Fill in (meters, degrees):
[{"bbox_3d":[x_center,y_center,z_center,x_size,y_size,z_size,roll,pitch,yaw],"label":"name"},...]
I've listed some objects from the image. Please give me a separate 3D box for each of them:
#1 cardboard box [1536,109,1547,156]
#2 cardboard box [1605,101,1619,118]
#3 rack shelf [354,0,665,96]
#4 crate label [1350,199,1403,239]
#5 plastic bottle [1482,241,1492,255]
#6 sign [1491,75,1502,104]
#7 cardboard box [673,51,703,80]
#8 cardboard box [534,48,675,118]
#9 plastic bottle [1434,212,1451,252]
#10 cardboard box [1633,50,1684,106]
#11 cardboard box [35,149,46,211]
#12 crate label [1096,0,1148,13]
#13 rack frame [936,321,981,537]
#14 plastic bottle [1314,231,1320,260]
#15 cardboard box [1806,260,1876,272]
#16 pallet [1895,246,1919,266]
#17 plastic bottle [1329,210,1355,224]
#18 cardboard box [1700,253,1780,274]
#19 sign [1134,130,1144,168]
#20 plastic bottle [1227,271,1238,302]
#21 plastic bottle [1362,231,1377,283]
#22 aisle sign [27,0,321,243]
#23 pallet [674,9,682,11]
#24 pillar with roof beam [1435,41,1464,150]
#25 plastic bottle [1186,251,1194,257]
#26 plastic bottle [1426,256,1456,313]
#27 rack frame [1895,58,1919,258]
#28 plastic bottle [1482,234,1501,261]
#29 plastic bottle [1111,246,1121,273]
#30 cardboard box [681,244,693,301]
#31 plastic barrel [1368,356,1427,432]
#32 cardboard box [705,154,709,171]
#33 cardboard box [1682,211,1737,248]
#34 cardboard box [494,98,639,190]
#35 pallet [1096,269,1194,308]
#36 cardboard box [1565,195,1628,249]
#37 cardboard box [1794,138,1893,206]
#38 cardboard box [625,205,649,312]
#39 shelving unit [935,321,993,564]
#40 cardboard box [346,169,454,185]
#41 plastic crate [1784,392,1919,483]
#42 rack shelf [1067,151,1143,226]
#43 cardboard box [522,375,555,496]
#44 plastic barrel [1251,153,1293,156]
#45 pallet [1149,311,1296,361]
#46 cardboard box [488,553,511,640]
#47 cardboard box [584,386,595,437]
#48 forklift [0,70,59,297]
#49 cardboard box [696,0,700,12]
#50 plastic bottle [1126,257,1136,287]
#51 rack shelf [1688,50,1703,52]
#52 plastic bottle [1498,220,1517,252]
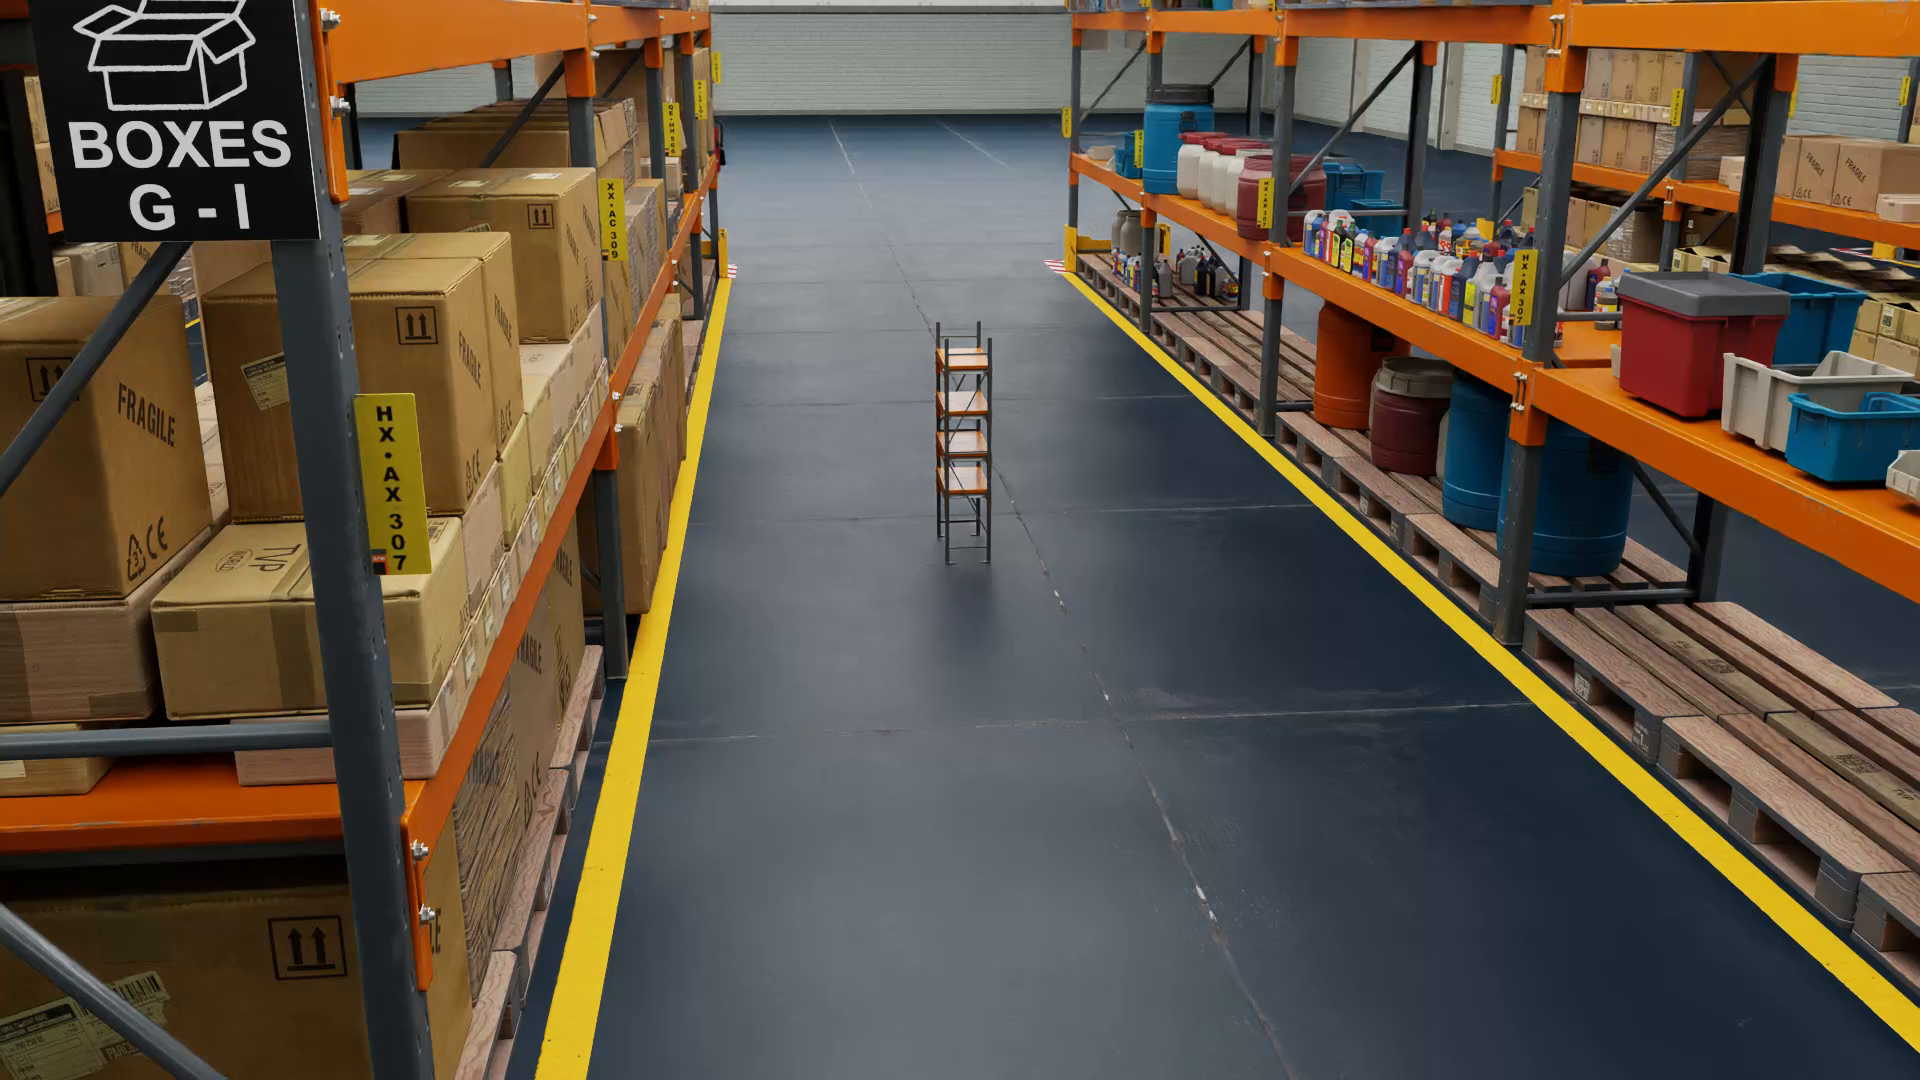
[{"bbox_3d":[6.760,-4.452,18.183,0.700,0.500,0.500,-1,17,-4],"label":"cardboard box"},{"bbox_3d":[6.708,-4.318,16.674,0.380,0.149,0.250,-1,17,-4],"label":"cardboard box"},{"bbox_3d":[-2.156,-2.504,8.337,1.077,0.370,4.000,-2,18,-6],"label":"rack shelf"},{"bbox_3d":[2.893,-2.222,11.526,0.303,0.233,0.416,-2,18,-6],"label":"crate label"},{"bbox_3d":[3.118,-1.656,9.775,0.097,0.201,0.097,0,17,0],"label":"plastic bottle"},{"bbox_3d":[6.113,-5.135,18.950,0.100,0.325,0.005,-2,18,-6],"label":"sign"},{"bbox_3d":[-2.673,-4.310,15.564,0.500,0.500,0.500,-2,18,-6],"label":"cardboard box"},{"bbox_3d":[-2.833,-3.449,13.452,1.000,1.000,1.000,-2,18,-5],"label":"cardboard box"},{"bbox_3d":[3.054,-1.933,10.521,0.061,0.283,0.133,-2,18,-6],"label":"plastic bottle"},{"bbox_3d":[6.973,-4.457,16.035,0.700,0.500,0.500,-2,18,-6],"label":"cardboard box"},{"bbox_3d":[-7.295,-2.680,12.538,0.500,0.500,0.500,-2,17,-5],"label":"cardboard box"},{"bbox_3d":[1.603,-5.340,16.420,0.502,0.251,0.408,-2,18,-6],"label":"crate label"},{"bbox_3d":[-0.008,-0.596,9.072,0.240,1.200,0.015,-2,18,-6],"label":"rack frame"},{"bbox_3d":[2.282,-1.867,10.446,0.097,0.201,0.097,0,17,0],"label":"plastic bottle"},{"bbox_3d":[7.514,-2.249,14.286,0.500,0.311,0.500,-2,18,-6],"label":"cardboard box"},{"bbox_3d":[11.649,-3.258,19.202,1.003,0.211,1.213,-2,18,-6],"label":"pallet"},{"bbox_3d":[2.438,-1.971,10.655,0.152,0.276,0.135,-2,18,-6],"label":"plastic bottle"},{"bbox_3d":[6.920,-2.384,14.717,0.500,0.311,0.500,-2,18,-6],"label":"cardboard box"},{"bbox_3d":[1.603,-3.475,14.775,0.100,0.325,0.005,-2,18,-6],"label":"sign"},{"bbox_3d":[2.554,-2.373,15.548,0.097,0.271,0.097,0,17,0],"label":"plastic bottle"},{"bbox_3d":[2.361,-1.624,9.538,0.061,0.283,0.133,-2,18,-6],"label":"plastic bottle"},{"bbox_3d":[-1.232,-0.856,2.557,0.394,0.787,0.004,-2,18,-6],"label":"aisle sign"},{"bbox_3d":[-2.708,-4.049,12.371,1.213,0.211,1.003,-2,18,-6],"label":"pallet"},{"bbox_3d":[6.387,-12.764,34.812,9.100,9.000,0.400,-2,18,-6],"label":"pillar with roof beam"},{"bbox_3d":[2.377,-2.808,16.925,0.152,0.276,0.135,-2,18,-7],"label":"plastic bottle"},{"bbox_3d":[2.511,-1.320,8.582,0.152,0.276,0.135,-2,18,-6],"label":"plastic bottle"},{"bbox_3d":[11.593,-4.854,19.631,1.000,3.000,0.127,-2,18,-6],"label":"rack frame"},{"bbox_3d":[3.023,-1.602,9.465,0.061,0.283,0.133,-2,18,-6],"label":"plastic bottle"},{"bbox_3d":[1.616,-2.906,17.248,0.097,0.271,0.097,0,17,0],"label":"plastic bottle"},{"bbox_3d":[-2.843,-2.502,15.611,0.500,0.500,0.500,4,18,12],"label":"cardboard box"},{"bbox_3d":[2.778,-0.867,10.384,0.421,0.512,0.421,0,17,0],"label":"plastic barrel"},{"bbox_3d":[-2.694,-3.753,16.543,0.380,0.149,0.250,-2,18,-6],"label":"cardboard box"},{"bbox_3d":[7.342,-2.902,16.052,0.500,0.500,0.500,-2,18,-6],"label":"cardboard box"},{"bbox_3d":[-2.303,-2.320,9.716,0.797,0.503,0.637,-1,17,-4],"label":"cardboard box"},{"bbox_3d":[1.994,-2.592,17.080,1.003,0.211,1.213,-2,18,-6],"label":"pallet"},{"bbox_3d":[6.652,-3.333,17.422,0.500,0.500,0.500,-2,18,-6],"label":"cardboard box"},{"bbox_3d":[7.248,-3.020,13.623,0.500,0.500,0.500,-2,18,-6],"label":"cardboard box"},{"bbox_3d":[-1.911,-1.465,8.669,0.500,0.500,0.500,-1,17,-5],"label":"cardboard box"},{"bbox_3d":[0.017,-0.523,8.840,0.258,1.200,0.503,-2,18,-6],"label":"shelving unit"},{"bbox_3d":[-2.155,-1.097,6.167,0.500,0.500,0.500,-2,18,-6],"label":"cardboard box"},{"bbox_3d":[2.922,-0.334,5.412,0.416,0.233,0.300,-2,18,-6],"label":"plastic crate"},{"bbox_3d":[1.945,-3.609,16.866,1.077,0.370,4.000,-2,18,-6],"label":"rack shelf"},{"bbox_3d":[-1.486,-0.310,4.909,0.500,0.250,0.500,-2,18,-7],"label":"cardboard box"},{"bbox_3d":[2.245,-2.518,12.003,0.421,0.512,0.421,0,17,0],"label":"plastic barrel"},{"bbox_3d":[2.271,-1.793,14.536,1.003,0.211,1.213,-2,18,-6],"label":"pallet"},{"bbox_3d":[-1.329,0.145,4.125,0.380,0.149,0.250,-2,18,-6],"label":"cardboard box"},{"bbox_3d":[-1.540,-0.466,6.073,0.380,0.149,0.250,-2,18,-7],"label":"cardboard box"},{"bbox_3d":[-4.886,-1.072,7.698,3.031,2.935,1.130,14,22,38],"label":"forklift"},{"bbox_3d":[-2.667,-5.011,15.372,0.500,0.250,0.500,-2,18,-8],"label":"cardboard box"},{"bbox_3d":[1.732,-2.652,16.428,0.152,0.276,0.135,-1,17,-5],"label":"plastic bottle"},{"bbox_3d":[7.285,-4.000,13.104,1.077,0.370,4.000,-2,18,-6],"label":"rack shelf"},{"bbox_3d":[3.123,-1.645,9.490,0.144,0.351,0.185,-2,18,-6],"label":"plastic bottle"}]
